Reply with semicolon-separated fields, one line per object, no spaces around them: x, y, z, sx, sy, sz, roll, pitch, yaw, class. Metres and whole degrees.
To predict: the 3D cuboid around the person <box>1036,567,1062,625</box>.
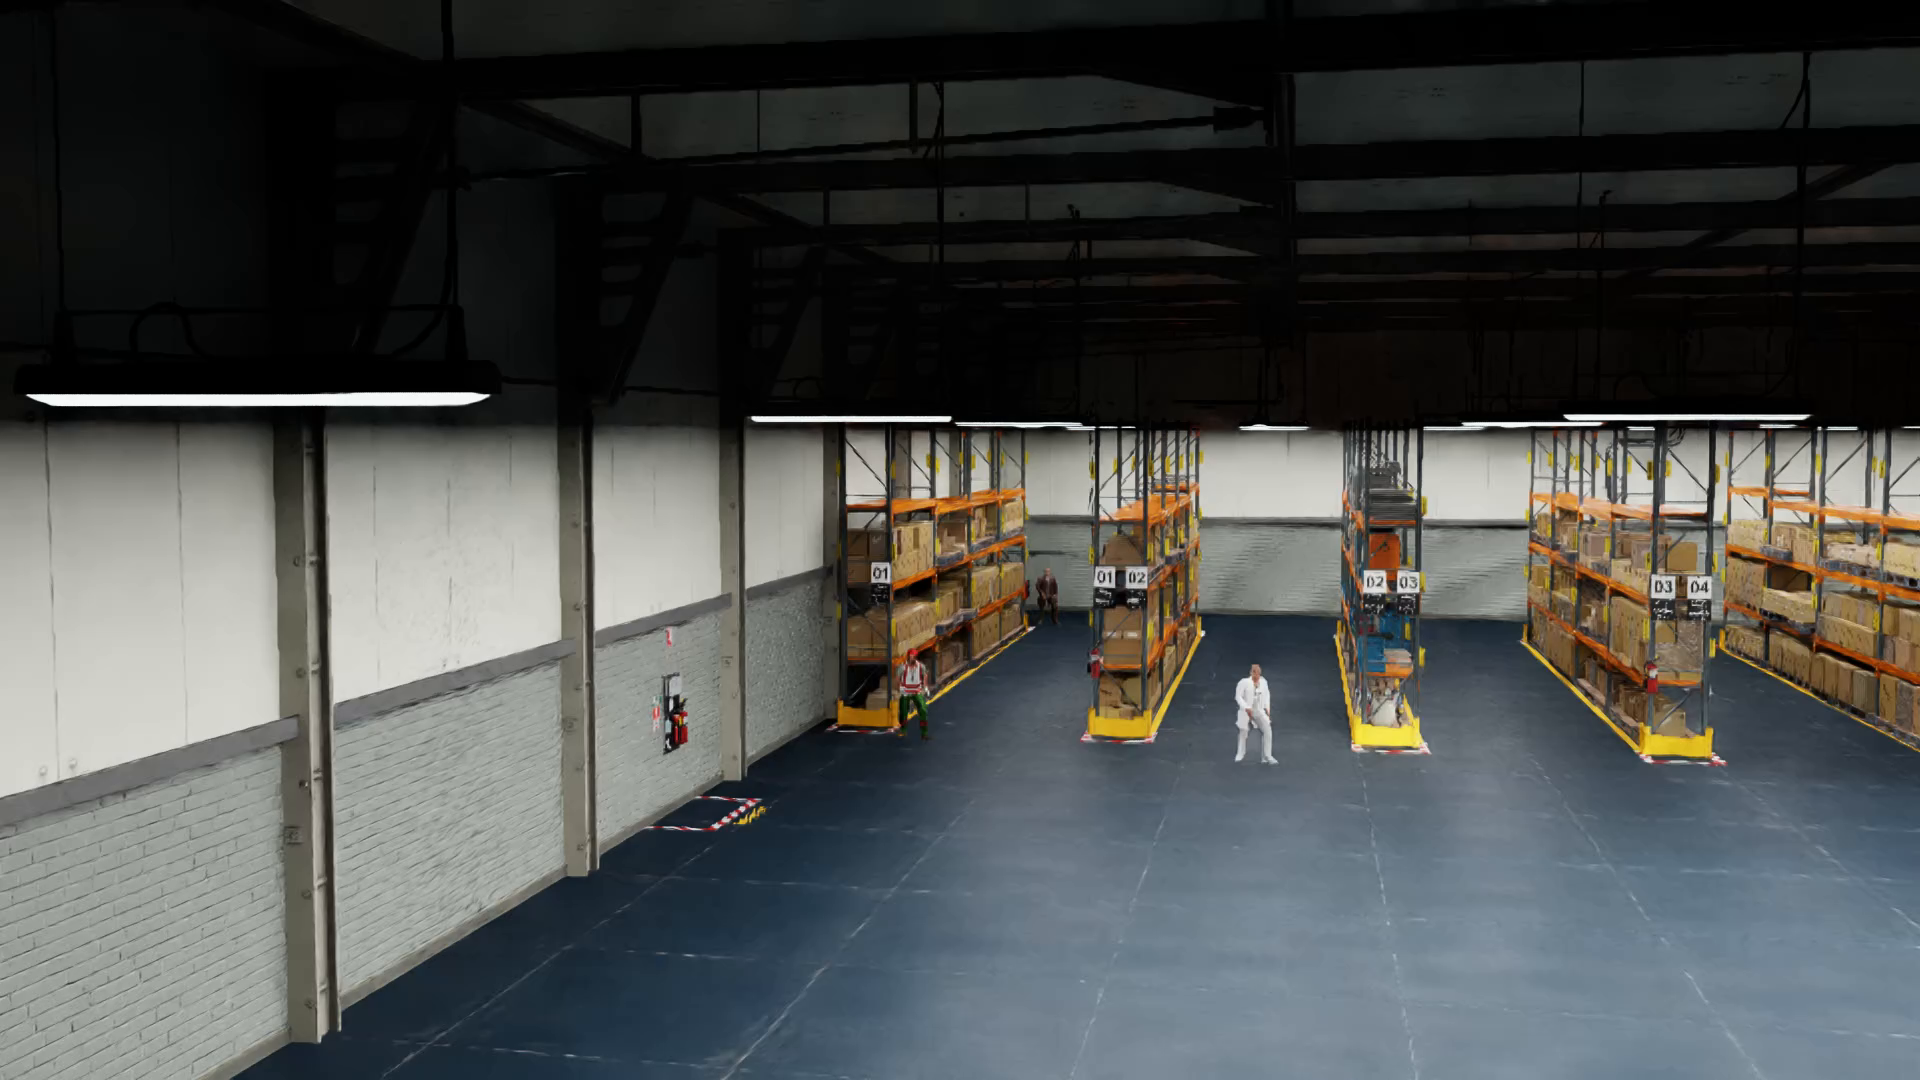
2.576;1.661;49.261;0.726;1.719;0.857;-1;4;-8;person

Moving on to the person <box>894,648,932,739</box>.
-0.888;2.844;30.971;0.688;1.719;0.822;0;4;-6;person

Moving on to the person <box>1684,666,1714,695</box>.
16.066;2.555;36.242;0.444;1.604;1.018;0;4;3;person

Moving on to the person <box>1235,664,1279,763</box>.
5.060;2.990;28.723;0.717;1.729;0.811;-1;4;-9;person
